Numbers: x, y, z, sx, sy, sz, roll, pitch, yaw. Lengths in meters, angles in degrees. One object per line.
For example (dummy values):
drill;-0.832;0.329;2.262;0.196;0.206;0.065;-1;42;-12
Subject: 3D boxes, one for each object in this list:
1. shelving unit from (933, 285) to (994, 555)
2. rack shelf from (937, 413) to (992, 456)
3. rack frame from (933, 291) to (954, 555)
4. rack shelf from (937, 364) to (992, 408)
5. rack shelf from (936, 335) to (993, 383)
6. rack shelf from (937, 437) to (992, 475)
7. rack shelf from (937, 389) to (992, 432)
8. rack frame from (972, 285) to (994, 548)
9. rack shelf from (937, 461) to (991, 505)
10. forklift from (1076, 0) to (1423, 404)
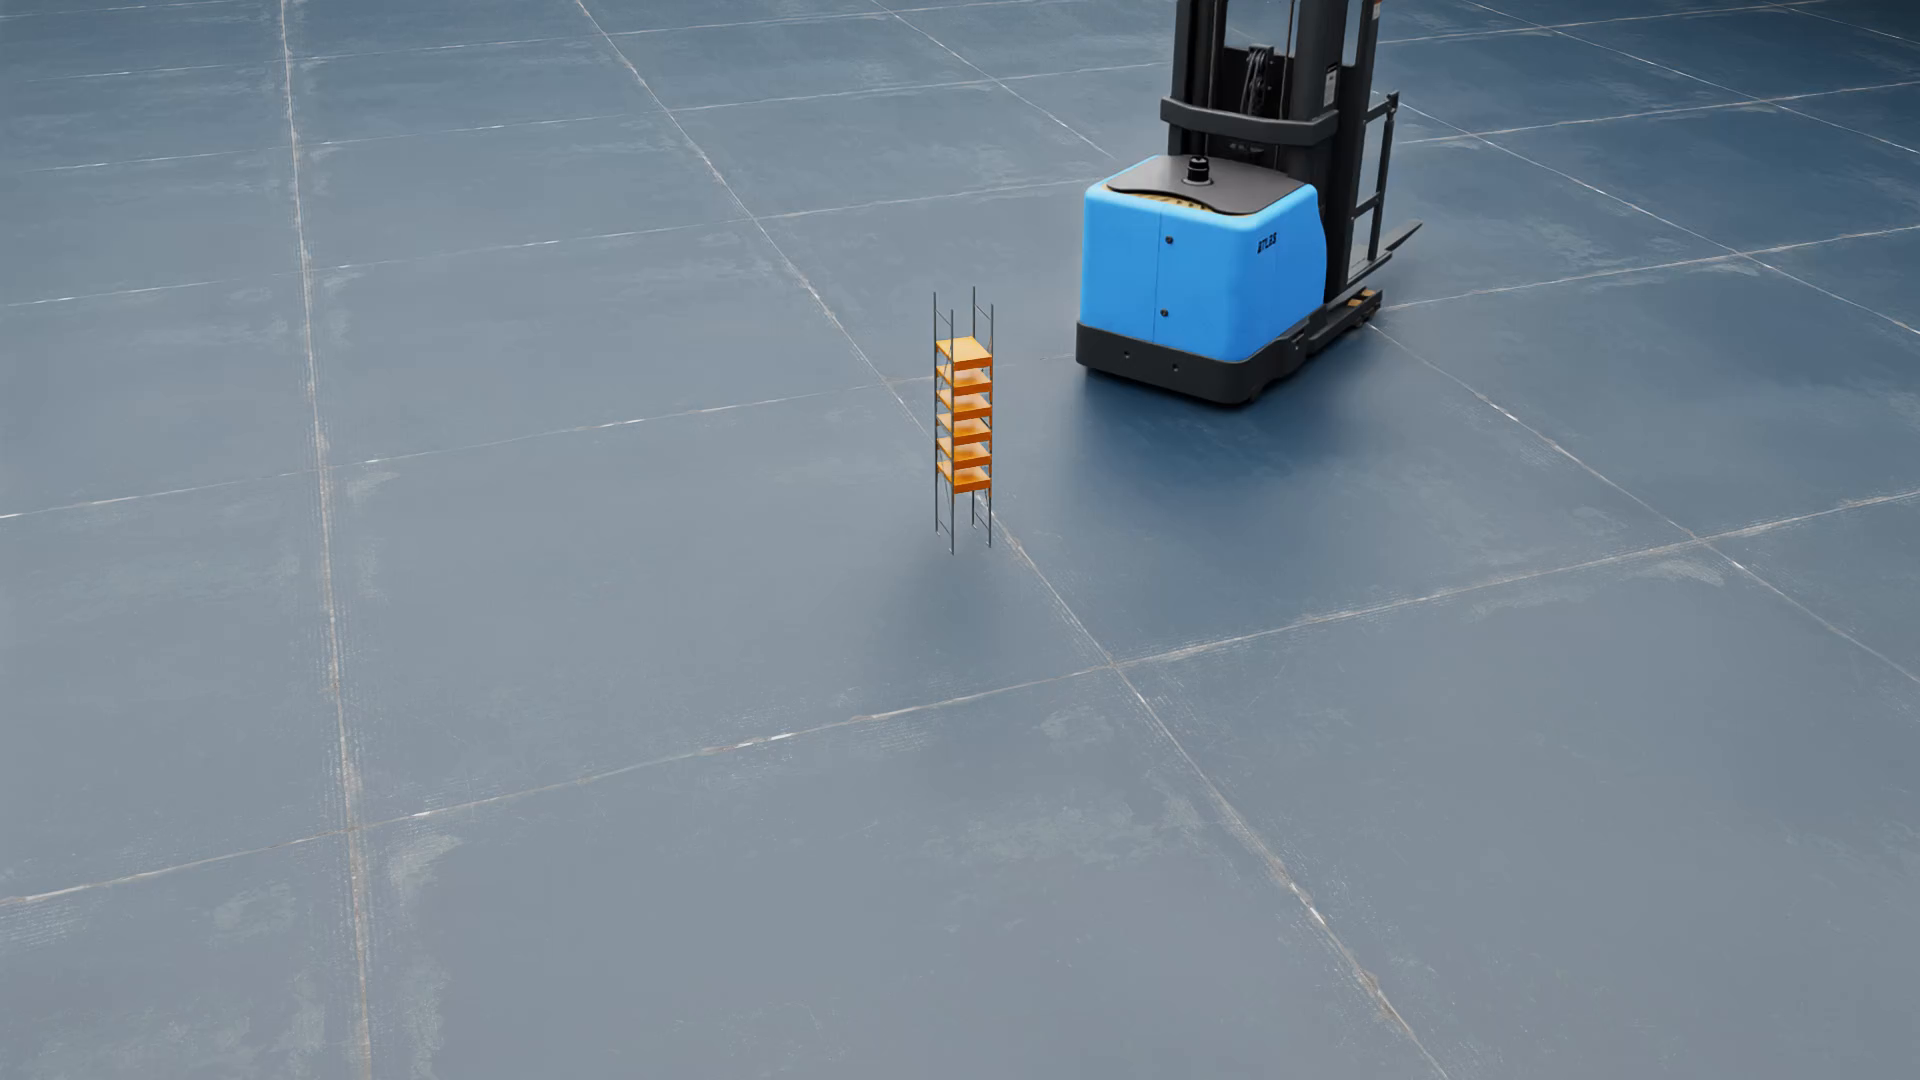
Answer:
shelving unit;0.014;-0.524;7.457;0.189;1.200;0.258;-10;31;-18
rack shelf;0.014;-0.485;7.479;0.180;0.103;0.258;-10;31;-18
rack frame;-0.072;-0.508;7.430;0.006;1.200;0.240;-10;31;-18
rack shelf;0.014;-0.694;7.361;0.180;0.103;0.258;-10;31;-18
rack shelf;0.014;-0.798;7.301;0.180;0.103;0.258;-10;31;-18
rack shelf;0.014;-0.381;7.539;0.180;0.103;0.258;-10;31;-18
rack shelf;0.014;-0.589;7.420;0.180;0.103;0.258;-10;31;-18
rack frame;0.099;-0.540;7.485;0.006;1.200;0.240;-10;31;-18
rack shelf;0.014;-0.277;7.598;0.180;0.103;0.258;-10;31;-18
forklift;1.915;-2.677;9.488;1.130;2.935;3.031;19;35;30
